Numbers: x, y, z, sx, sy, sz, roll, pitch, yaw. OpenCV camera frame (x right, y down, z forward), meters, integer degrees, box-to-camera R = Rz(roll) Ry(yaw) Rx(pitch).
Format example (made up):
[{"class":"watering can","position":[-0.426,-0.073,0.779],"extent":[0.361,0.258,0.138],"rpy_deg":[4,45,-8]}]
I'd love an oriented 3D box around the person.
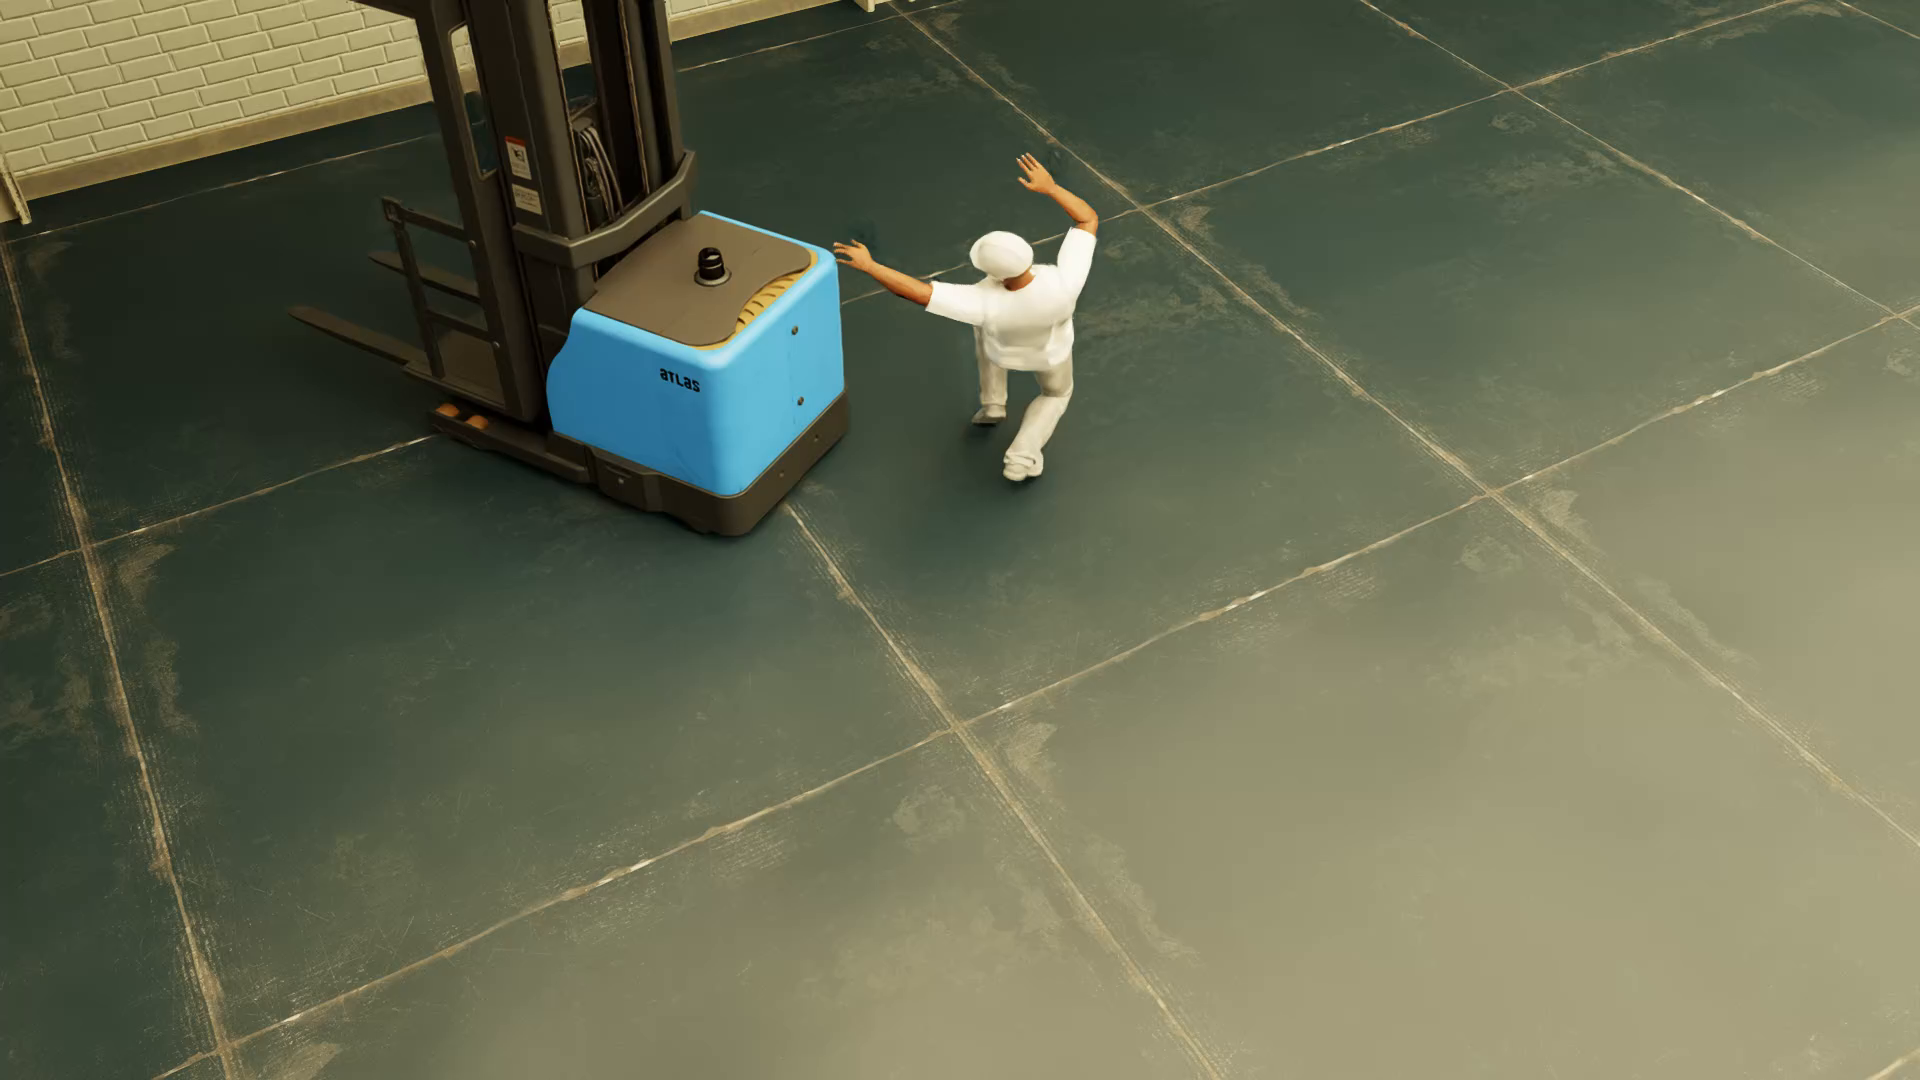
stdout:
[{"class":"person","position":[0.041,-1.055,7.828],"extent":[1.156,1.640,0.841],"rpy_deg":[5,43,5]}]

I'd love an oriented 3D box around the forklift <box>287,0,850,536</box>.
[{"class":"forklift","position":[-2.095,-1.826,7.667],"extent":[3.031,2.935,1.130],"rpy_deg":[21,47,21]}]
